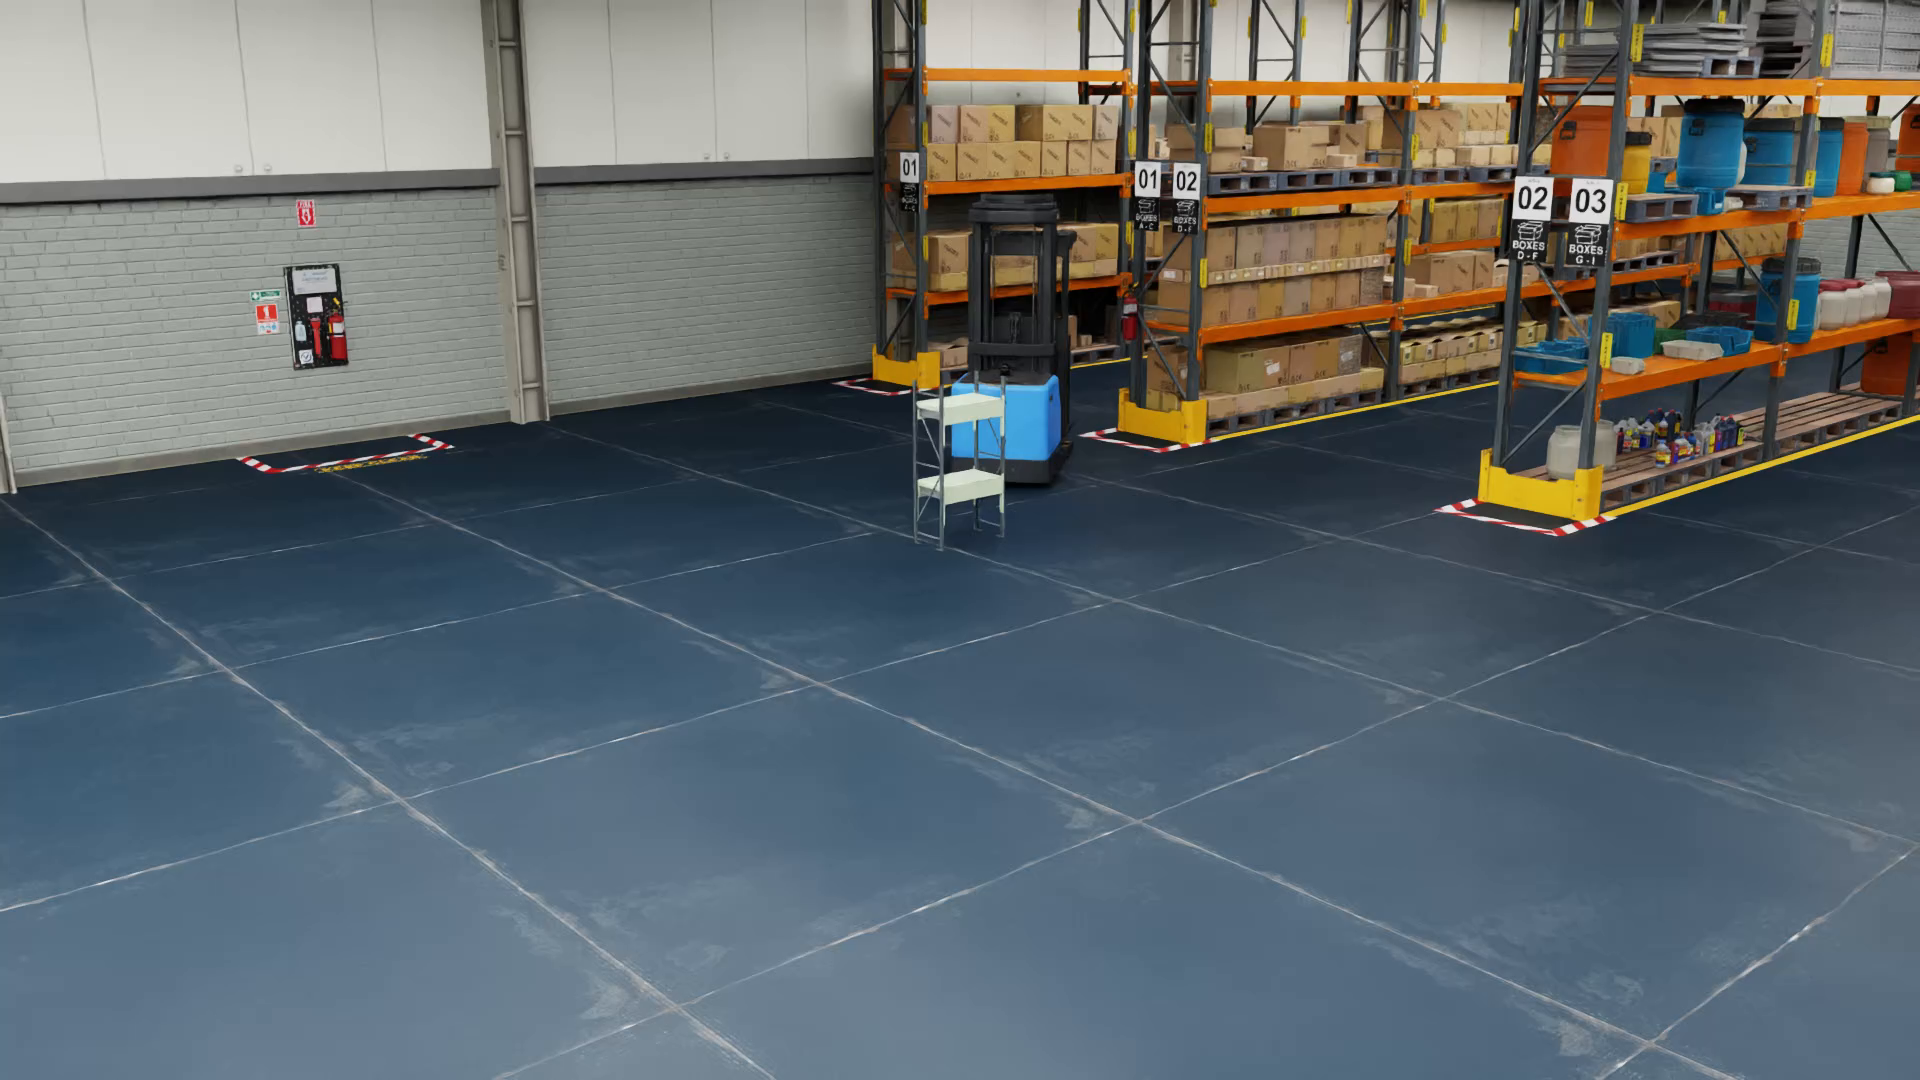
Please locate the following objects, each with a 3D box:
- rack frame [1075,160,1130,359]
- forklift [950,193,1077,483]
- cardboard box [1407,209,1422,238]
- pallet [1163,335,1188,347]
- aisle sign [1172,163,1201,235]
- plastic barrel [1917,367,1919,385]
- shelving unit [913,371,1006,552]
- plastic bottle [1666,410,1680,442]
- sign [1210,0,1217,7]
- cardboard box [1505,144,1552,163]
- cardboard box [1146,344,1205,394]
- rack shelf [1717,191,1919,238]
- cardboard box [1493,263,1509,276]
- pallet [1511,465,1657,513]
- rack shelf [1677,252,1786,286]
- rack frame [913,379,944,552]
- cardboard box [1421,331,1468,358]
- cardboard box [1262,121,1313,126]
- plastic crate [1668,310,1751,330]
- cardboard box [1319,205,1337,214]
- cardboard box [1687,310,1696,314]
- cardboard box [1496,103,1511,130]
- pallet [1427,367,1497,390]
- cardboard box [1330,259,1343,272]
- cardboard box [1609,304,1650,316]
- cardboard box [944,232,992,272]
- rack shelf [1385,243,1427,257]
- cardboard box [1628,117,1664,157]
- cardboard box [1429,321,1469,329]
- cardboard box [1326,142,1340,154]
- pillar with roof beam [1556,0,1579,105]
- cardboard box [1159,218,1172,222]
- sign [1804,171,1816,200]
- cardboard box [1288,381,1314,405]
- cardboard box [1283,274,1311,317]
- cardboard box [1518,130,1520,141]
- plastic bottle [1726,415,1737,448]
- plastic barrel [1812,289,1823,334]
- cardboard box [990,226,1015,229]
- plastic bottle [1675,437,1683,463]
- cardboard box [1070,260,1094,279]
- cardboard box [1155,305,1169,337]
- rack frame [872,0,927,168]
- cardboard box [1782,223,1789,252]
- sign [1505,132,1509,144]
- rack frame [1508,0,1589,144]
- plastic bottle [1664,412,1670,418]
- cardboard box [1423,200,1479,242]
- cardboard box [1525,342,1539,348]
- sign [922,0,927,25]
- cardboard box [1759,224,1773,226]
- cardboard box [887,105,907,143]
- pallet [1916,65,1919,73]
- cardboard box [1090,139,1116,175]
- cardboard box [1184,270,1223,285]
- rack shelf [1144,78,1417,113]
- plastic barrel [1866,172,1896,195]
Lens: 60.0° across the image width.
[{"bbox_3d":[2.192,-4.352,25.731,0.127,3.000,1.000,-13,19,-39],"label":"rack frame"},{"bbox_3d":[0.678,-2.336,18.318,1.130,2.935,3.031,3,15,10],"label":"forklift"},{"bbox_3d":[8.044,-5.782,30.274,0.500,0.500,0.500,-13,20,-40],"label":"cardboard box"},{"bbox_3d":[3.699,-3.345,27.364,1.213,0.211,1.003,-13,19,-39],"label":"pallet"},{"bbox_3d":[2.581,-3.896,18.986,0.004,0.787,0.394,-13,19,-39],"label":"aisle sign"},{"bbox_3d":[12.923,-2.417,22.343,0.708,0.588,0.600,-13,19,-39],"label":"plastic barrel"},{"bbox_3d":[-0.005,-0.723,15.052,0.755,1.500,0.431,-13,19,-39],"label":"shelving unit"},{"bbox_3d":[7.909,-1.272,18.481,0.185,0.351,0.144,-13,19,-39],"label":"plastic bottle"},{"bbox_3d":[2.789,-6.028,18.263,0.005,0.325,0.100,-13,19,-39],"label":"sign"},{"bbox_3d":[8.159,-5.558,23.909,0.500,0.250,0.500,14,21,43],"label":"cardboard box"},{"bbox_3d":[2.638,-2.096,20.347,0.500,0.500,0.500,-13,19,-39],"label":"cardboard box"},{"bbox_3d":[10.204,-3.864,19.485,4.000,0.370,1.077,-13,19,-39],"label":"rack shelf"},{"bbox_3d":[7.662,-3.909,24.245,0.500,0.311,0.500,-13,20,-40],"label":"cardboard box"},{"bbox_3d":[6.321,-0.557,16.927,1.213,0.211,1.003,-13,19,-39],"label":"pallet"},{"bbox_3d":[12.990,-4.735,28.558,4.000,0.370,1.077,-13,19,-39],"label":"rack shelf"},{"bbox_3d":[-0.281,-0.661,14.820,0.023,1.500,0.400,-13,19,-39],"label":"rack frame"},{"bbox_3d":[6.693,-2.727,23.075,0.500,0.311,0.500,-14,20,-41],"label":"cardboard box"},{"bbox_3d":[5.531,-6.832,28.155,0.700,0.500,0.500,14,21,43],"label":"cardboard box"},{"bbox_3d":[8.217,-2.330,18.279,0.504,0.338,0.767,-13,19,-39],"label":"plastic crate"},{"bbox_3d":[6.126,-5.712,28.559,0.500,0.250,0.500,-13,20,-40],"label":"cardboard box"},{"bbox_3d":[11.940,-3.686,27.596,0.500,0.311,0.500,-13,19,-39],"label":"cardboard box"},{"bbox_3d":[10.099,-8.026,31.500,0.500,0.500,0.500,-14,20,-42],"label":"cardboard box"},{"bbox_3d":[6.898,-2.381,23.756,1.213,0.211,1.003,-13,19,-39],"label":"pallet"},{"bbox_3d":[4.613,-3.490,21.054,0.250,0.149,0.380,-13,20,-40],"label":"cardboard box"},{"bbox_3d":[10.541,-3.442,26.316,0.500,0.500,0.500,-12,19,-39],"label":"cardboard box"},{"bbox_3d":[0.111,-4.078,23.504,0.500,0.500,0.500,-13,19,-39],"label":"cardboard box"},{"bbox_3d":[6.718,-5.021,29.629,4.000,0.370,1.077,-13,19,-39],"label":"rack shelf"},{"bbox_3d":[10.564,-6.304,26.023,0.600,0.600,0.600,-13,20,-40],"label":"cardboard box"},{"bbox_3d":[7.099,-3.003,24.109,0.500,0.311,0.500,-13,20,-41],"label":"cardboard box"},{"bbox_3d":[4.486,-4.940,21.206,0.500,0.311,0.500,-14,20,-42],"label":"cardboard box"},{"bbox_3d":[15.540,-9.071,31.773,0.400,9.000,9.100,-13,19,-39],"label":"pillar with roof beam"},{"bbox_3d":[3.501,-4.904,26.749,0.500,0.500,0.700,-10,18,-32],"label":"cardboard box"},{"bbox_3d":[9.048,-3.768,17.714,0.005,0.325,0.100,-13,19,-39],"label":"sign"},{"bbox_3d":[4.112,-1.887,21.015,0.500,0.250,0.500,-13,19,-39],"label":"cardboard box"},{"bbox_3d":[3.956,-3.099,20.844,0.500,0.500,0.700,-12,19,-38],"label":"cardboard box"},{"bbox_3d":[10.475,-7.749,31.918,0.500,0.250,0.500,-14,20,-41],"label":"cardboard box"},{"bbox_3d":[8.399,-1.191,18.177,0.185,0.351,0.144,-13,20,-41],"label":"plastic bottle"},{"bbox_3d":[9.561,-2.609,18.940,0.433,0.535,0.433,0,15,0],"label":"plastic barrel"},{"bbox_3d":[0.544,-4.352,24.531,0.500,0.500,0.500,-12,19,-39],"label":"cardboard box"},{"bbox_3d":[7.509,-0.945,17.409,0.097,0.271,0.097,0,15,0],"label":"plastic bottle"},{"bbox_3d":[1.652,-4.067,24.917,0.500,0.250,0.500,-13,19,-39],"label":"cardboard box"},{"bbox_3d":[3.093,-3.582,26.840,0.500,0.500,0.700,-13,20,-40],"label":"cardboard box"},{"bbox_3d":[-0.825,-6.573,22.420,0.127,3.000,1.000,-13,19,-39],"label":"rack frame"},{"bbox_3d":[14.340,-5.341,29.238,0.500,0.500,0.500,-12,19,-38],"label":"cardboard box"},{"bbox_3d":[8.110,-5.871,24.603,0.005,0.325,0.100,-13,19,-39],"label":"sign"},{"bbox_3d":[8.464,-6.964,23.886,0.127,3.000,1.000,-13,19,-39],"label":"rack frame"},{"bbox_3d":[7.941,-1.291,18.698,0.135,0.276,0.152,-12,19,-37],"label":"plastic bottle"},{"bbox_3d":[9.201,-6.064,31.557,0.700,0.700,0.980,-13,20,-41],"label":"cardboard box"},{"bbox_3d":[8.227,-2.804,24.449,0.500,0.250,0.500,-12,19,-38],"label":"cardboard box"},{"bbox_3d":[-0.469,-6.957,21.894,0.005,0.325,0.100,-13,19,-39],"label":"sign"},{"bbox_3d":[13.575,-5.649,28.456,0.500,0.500,0.500,-12,19,-38],"label":"cardboard box"},{"bbox_3d":[-0.672,-5.789,23.127,0.500,0.500,0.500,-12,19,-37],"label":"cardboard box"},{"bbox_3d":[12.277,-5.831,20.784,1.003,0.211,1.213,-13,19,-39],"label":"pallet"},{"bbox_3d":[1.971,-5.725,24.827,0.500,0.500,0.500,-12,19,-38],"label":"cardboard box"},{"bbox_3d":[2.867,-3.097,19.582,0.250,0.149,0.380,-13,20,-40],"label":"cardboard box"},{"bbox_3d":[3.938,-5.407,20.225,4.000,0.370,1.077,-13,19,-39],"label":"rack shelf"},{"bbox_3d":[10.907,-4.223,19.702,0.301,0.262,0.301,0,15,0],"label":"plastic barrel"}]
